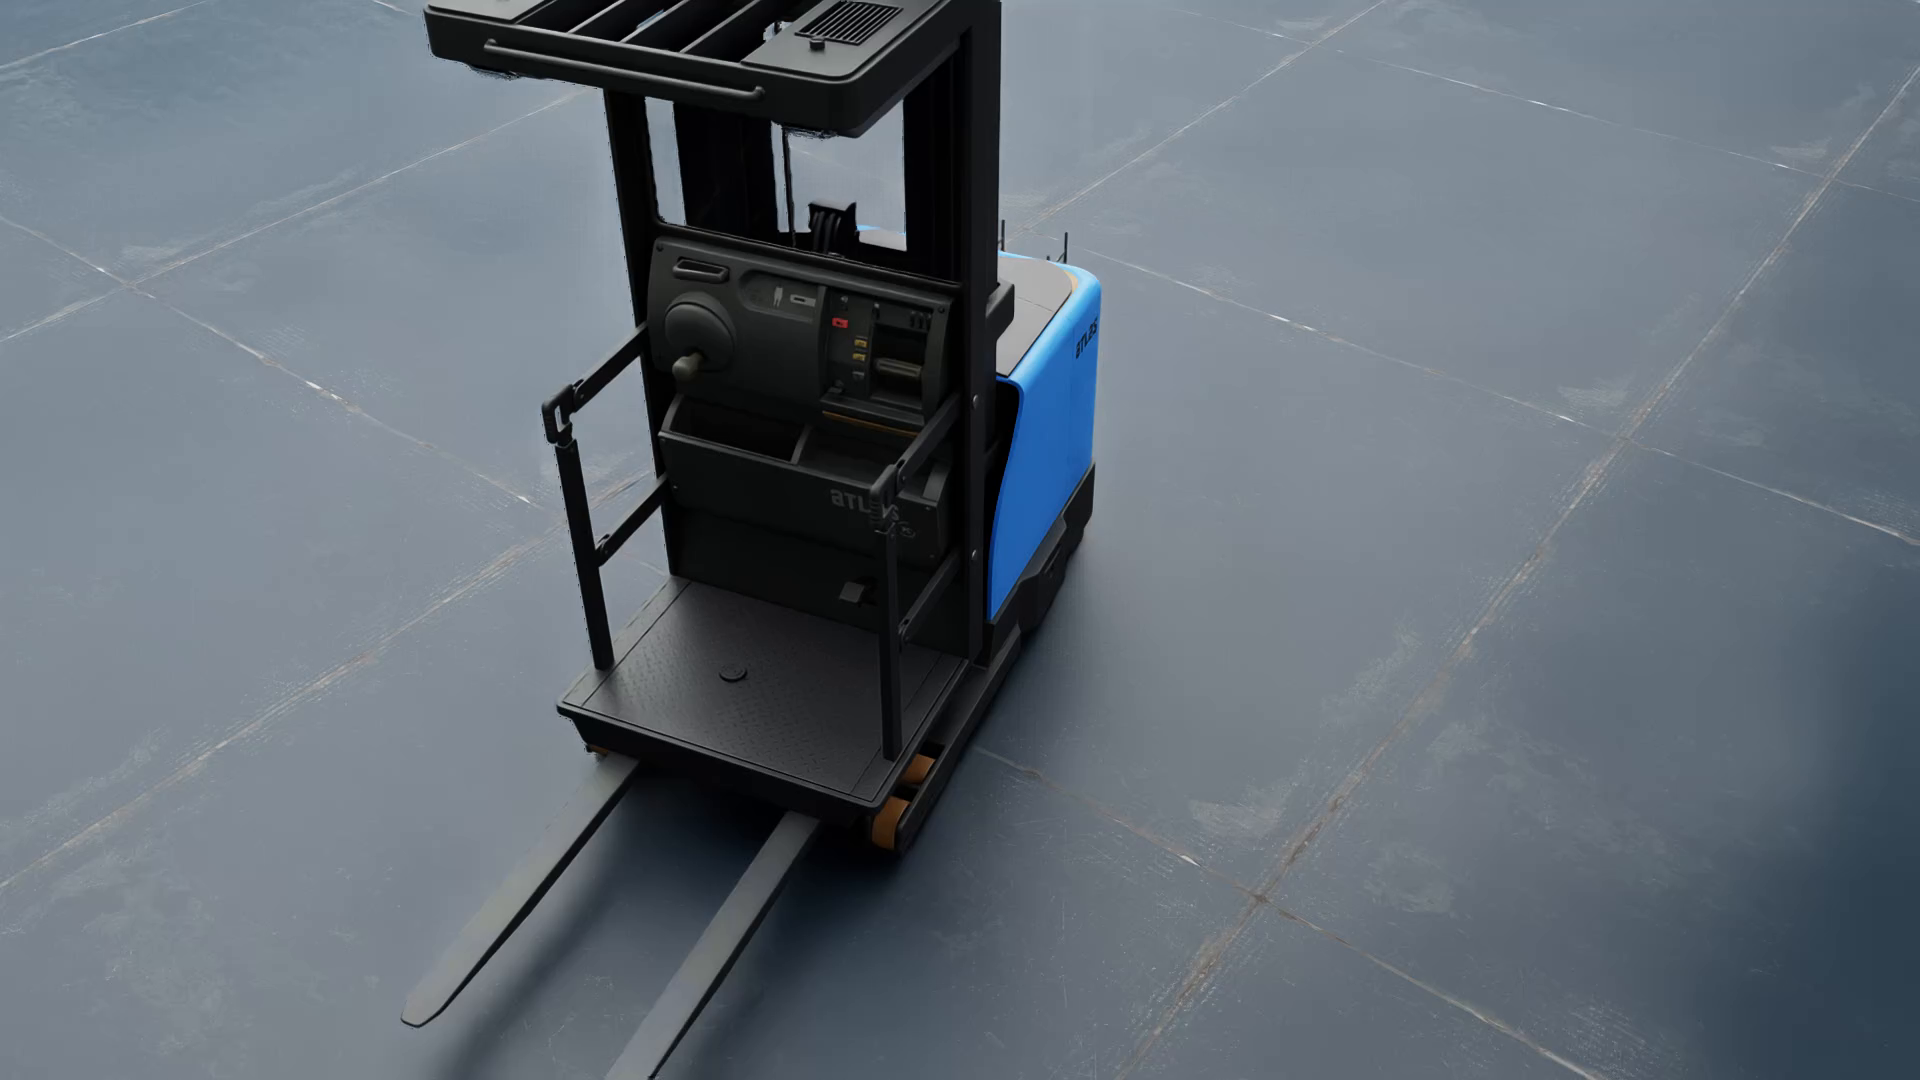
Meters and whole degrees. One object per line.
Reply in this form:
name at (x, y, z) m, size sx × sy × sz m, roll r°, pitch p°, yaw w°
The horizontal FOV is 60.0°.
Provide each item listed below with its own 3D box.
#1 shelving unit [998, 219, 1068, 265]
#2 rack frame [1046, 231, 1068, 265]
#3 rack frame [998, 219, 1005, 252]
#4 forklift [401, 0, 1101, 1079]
shelving unit at (0.233, -0.666, 6.249) m, size 0.252 × 1.050 × 0.215 m, roll 15°, pitch 40°, yaw 18°
rack frame at (0.345, -0.636, 6.211) m, size 0.008 × 1.050 × 0.200 m, roll 15°, pitch 40°, yaw 18°
rack frame at (0.121, -0.695, 6.286) m, size 0.008 × 1.050 × 0.200 m, roll 15°, pitch 40°, yaw 18°
forklift at (-0.547, -0.513, 4.528) m, size 1.130 × 2.935 × 3.031 m, roll 15°, pitch 40°, yaw 18°
